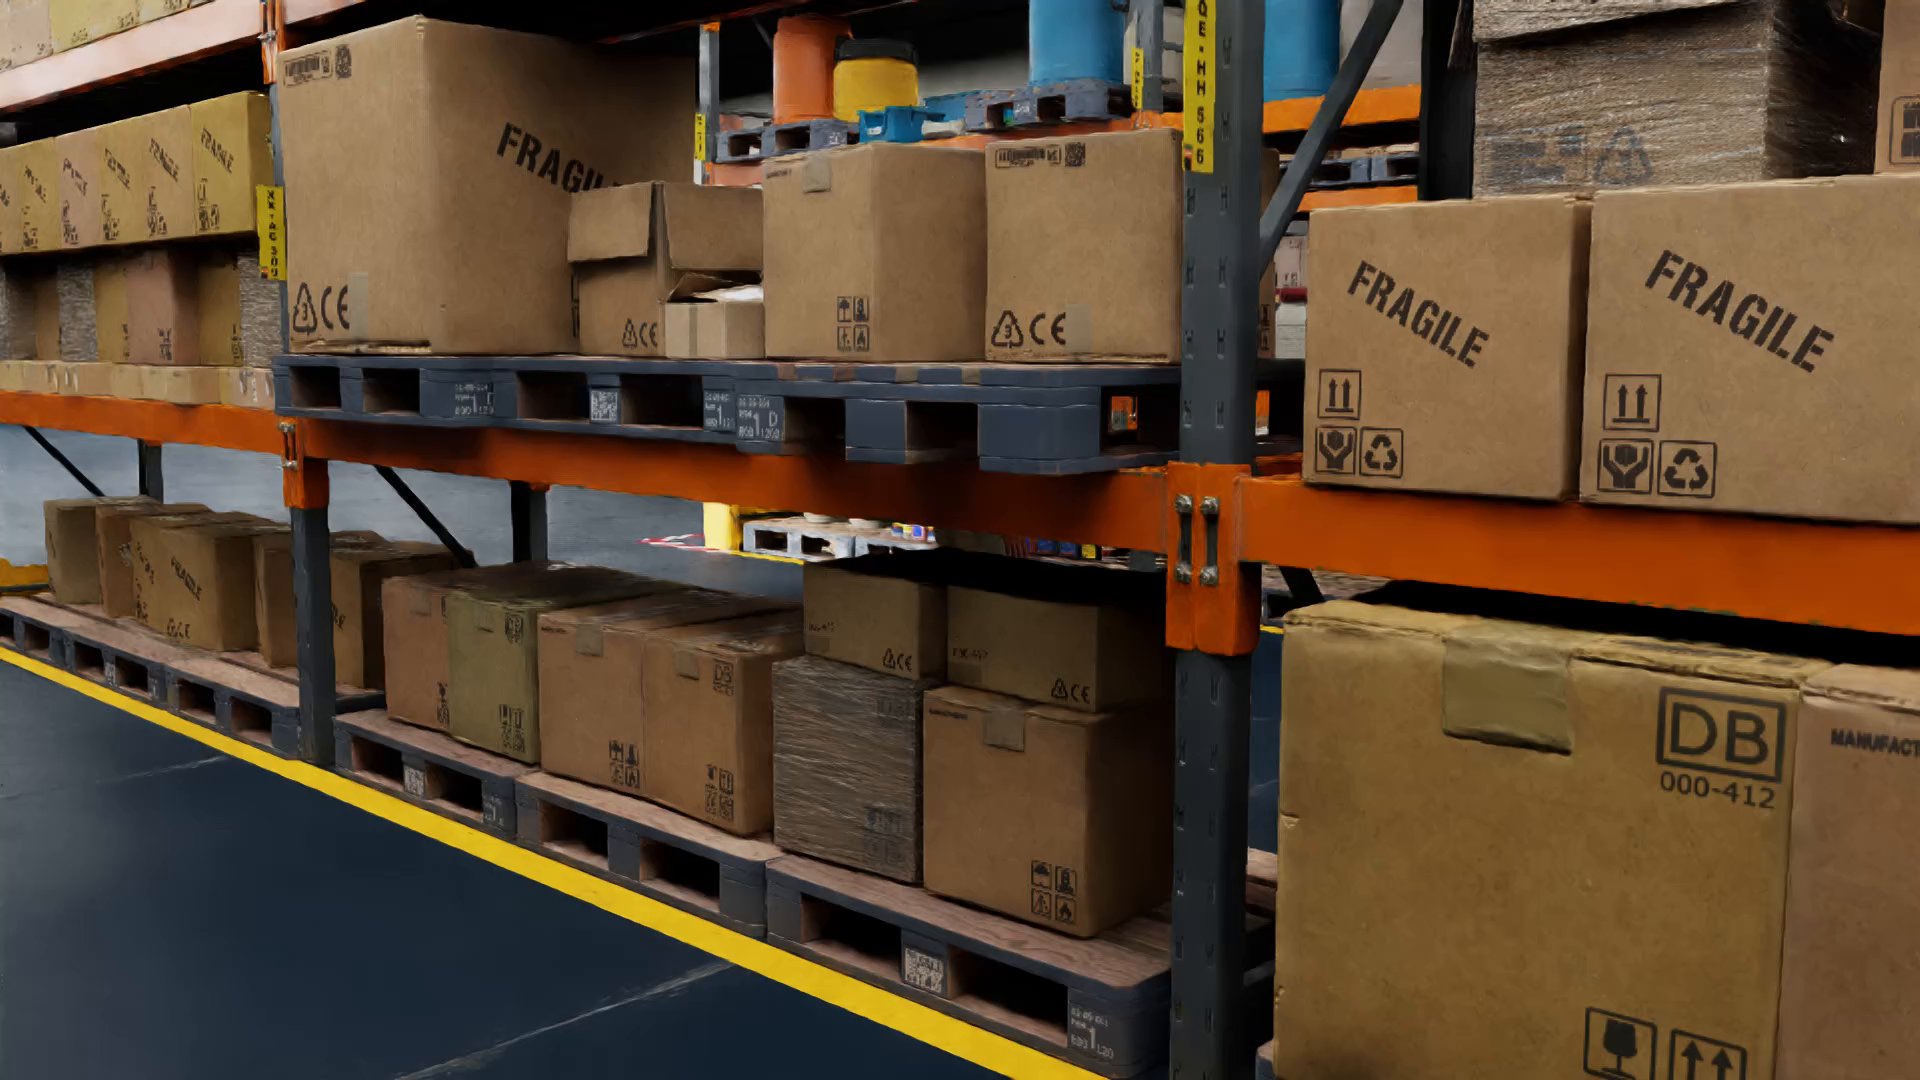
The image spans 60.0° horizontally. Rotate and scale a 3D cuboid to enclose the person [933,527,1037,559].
[{"bbox_3d":[0.132,-0.092,6.204,0.572,1.763,0.675,-3,7,-20],"label":"person"}]
